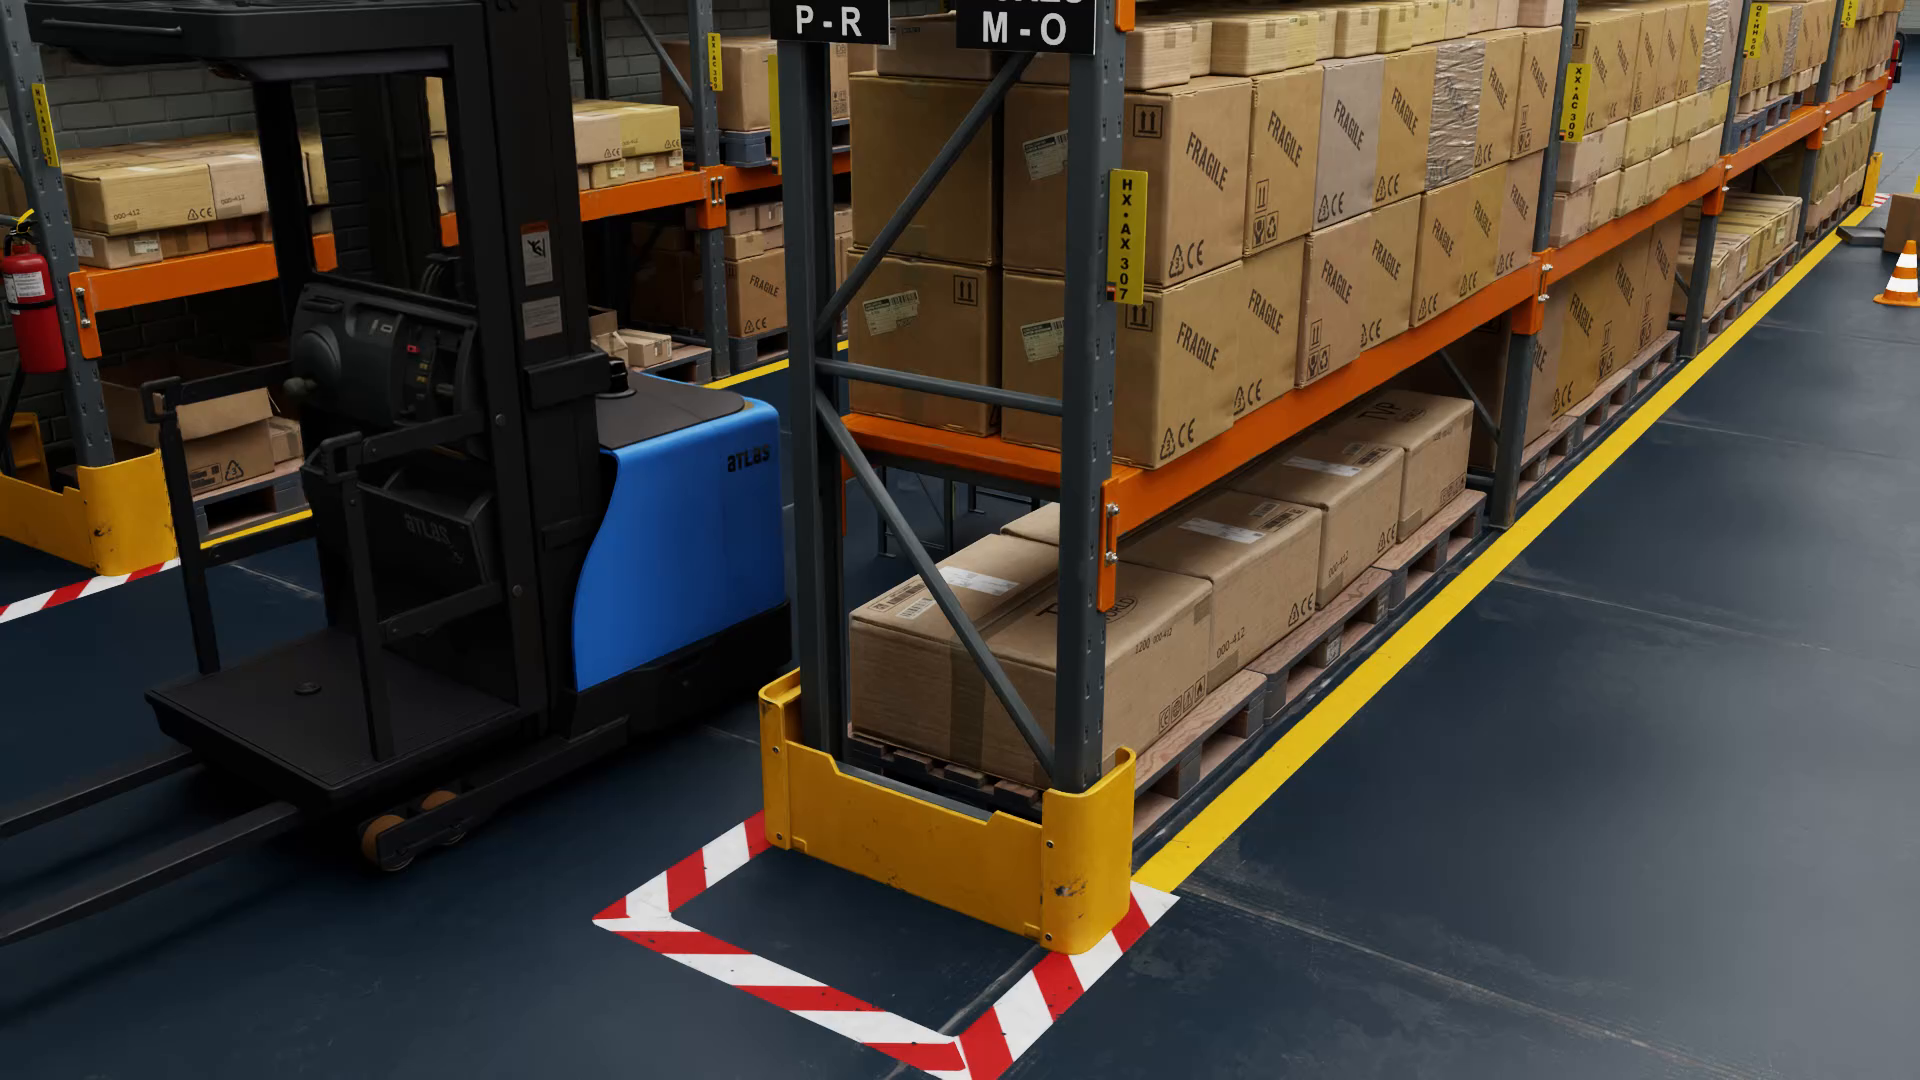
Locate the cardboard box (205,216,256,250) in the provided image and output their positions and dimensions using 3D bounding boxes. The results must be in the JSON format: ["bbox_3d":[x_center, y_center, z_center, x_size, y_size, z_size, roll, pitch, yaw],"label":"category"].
[{"bbox_3d":[-3.518,-1.465,7.763,0.380,0.149,0.250,13,24,31],"label":"cardboard box"}]

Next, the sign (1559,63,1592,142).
[{"bbox_3d":[2.663,-1.893,7.198,0.100,0.325,0.005,13,24,32],"label":"sign"}]

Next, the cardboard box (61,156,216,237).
[{"bbox_3d":[-3.675,-1.524,7.349,0.500,0.250,0.500,13,24,32],"label":"cardboard box"}]

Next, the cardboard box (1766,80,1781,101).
[{"bbox_3d":[5.737,-3.296,12.109,0.380,0.149,0.250,14,25,33],"label":"cardboard box"}]

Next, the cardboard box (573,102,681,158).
[{"bbox_3d":[-1.989,-2.401,9.718,0.500,0.250,0.500,14,24,33],"label":"cardboard box"}]

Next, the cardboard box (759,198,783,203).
[{"bbox_3d":[-1.341,-2.311,11.751,0.380,0.149,0.250,14,25,33],"label":"cardboard box"}]

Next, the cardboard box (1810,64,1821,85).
[{"bbox_3d":[6.639,-3.731,13.285,0.380,0.149,0.250,14,24,33],"label":"cardboard box"}]

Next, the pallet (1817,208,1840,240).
[{"bbox_3d":[7.734,-3.097,15.832,1.003,0.211,1.213,13,24,32],"label":"pallet"}]

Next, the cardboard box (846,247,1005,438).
[{"bbox_3d":[0.007,-0.647,5.047,0.500,0.500,0.500,13,24,32],"label":"cardboard box"}]

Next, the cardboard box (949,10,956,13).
[{"bbox_3d":[0.189,-1.541,5.086,0.380,0.149,0.250,13,24,31],"label":"cardboard box"}]

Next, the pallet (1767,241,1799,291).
[{"bbox_3d":[6.264,-2.322,13.738,1.003,0.211,1.213,13,24,32],"label":"pallet"}]

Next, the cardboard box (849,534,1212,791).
[{"bbox_3d":[0.243,0.385,5.487,0.875,0.438,0.875,12,24,30],"label":"cardboard box"}]

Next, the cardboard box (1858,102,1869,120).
[{"bbox_3d":[8.419,-4.094,15.851,0.380,0.149,0.250,14,24,33],"label":"cardboard box"}]

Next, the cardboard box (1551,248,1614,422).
[{"bbox_3d":[2.987,-1.213,9.177,0.875,0.875,0.875,14,25,33],"label":"cardboard box"}]

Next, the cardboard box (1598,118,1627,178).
[{"bbox_3d":[2.953,-1.949,8.205,0.500,0.250,0.500,14,24,33],"label":"cardboard box"}]

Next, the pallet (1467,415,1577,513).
[{"bbox_3d":[2.574,-0.486,8.776,1.003,0.211,1.213,13,24,32],"label":"pallet"}]

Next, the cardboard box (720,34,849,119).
[{"bbox_3d":[-1.156,-3.013,10.836,0.700,0.500,0.500,14,24,32],"label":"cardboard box"}]

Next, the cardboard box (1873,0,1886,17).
[{"bbox_3d":[7.737,-4.874,14.603,0.700,0.500,0.500,13,24,31],"label":"cardboard box"}]

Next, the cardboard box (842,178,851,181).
[{"bbox_3d":[-0.681,-2.695,12.789,0.380,0.149,0.250,12,23,29],"label":"cardboard box"}]

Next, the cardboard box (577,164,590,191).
[{"bbox_3d":[-2.299,-2.038,9.314,0.380,0.149,0.250,14,24,33],"label":"cardboard box"}]

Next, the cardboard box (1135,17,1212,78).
[{"bbox_3d":[0.471,-1.367,4.618,0.380,0.149,0.250,14,24,33],"label":"cardboard box"}]

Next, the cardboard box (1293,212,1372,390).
[{"bbox_3d":[1.024,-0.832,5.547,0.500,0.500,0.500,13,24,32],"label":"cardboard box"}]

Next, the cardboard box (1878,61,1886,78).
[{"bbox_3d":[8.865,-4.640,16.347,0.380,0.149,0.250,13,24,31],"label":"cardboard box"}]

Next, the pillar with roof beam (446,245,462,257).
[{"bbox_3d":[0.519,-4.475,6.892,9.100,9.000,0.400,13,24,32],"label":"pillar with roof beam"}]

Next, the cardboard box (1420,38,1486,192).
[{"bbox_3d":[1.596,-1.593,6.162,0.500,0.500,0.500,14,24,33],"label":"cardboard box"}]

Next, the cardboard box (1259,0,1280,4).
[{"bbox_3d":[0.939,-1.905,6.071,0.380,0.149,0.250,13,24,32],"label":"cardboard box"}]

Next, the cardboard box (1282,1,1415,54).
[{"bbox_3d":[1.290,-1.715,5.558,0.380,0.149,0.250,13,24,31],"label":"cardboard box"}]

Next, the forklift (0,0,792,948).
[{"bbox_3d":[-1.945,-0.564,5.065,1.130,2.935,3.031,15,25,35],"label":"forklift"}]

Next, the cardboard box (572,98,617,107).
[{"bbox_3d":[-2.406,-2.505,10.000,0.500,0.250,0.500,13,24,31],"label":"cardboard box"}]

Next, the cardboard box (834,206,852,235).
[{"bbox_3d":[-0.942,-2.221,11.509,0.380,0.149,0.250,13,24,32],"label":"cardboard box"}]

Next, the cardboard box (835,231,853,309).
[{"bbox_3d":[-0.871,-1.942,11.688,0.500,0.500,0.500,12,24,30],"label":"cardboard box"}]

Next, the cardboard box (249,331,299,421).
[{"bbox_3d":[-3.218,-0.797,8.593,0.700,0.500,0.500,14,25,34],"label":"cardboard box"}]

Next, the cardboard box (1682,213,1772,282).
[{"bbox_3d":[5.617,-2.260,12.734,0.950,0.372,0.625,14,25,34],"label":"cardboard box"}]

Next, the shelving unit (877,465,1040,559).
[{"bbox_3d":[0.004,-0.705,7.510,0.431,1.500,0.755,13,24,32],"label":"shelving unit"}]

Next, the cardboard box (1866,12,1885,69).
[{"bbox_3d":[8.302,-4.692,15.554,0.500,0.500,0.500,13,24,32],"label":"cardboard box"}]

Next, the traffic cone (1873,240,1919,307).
[{"bbox_3d":[7.161,-2.035,12.599,0.336,0.463,0.334,13,24,32],"label":"traffic cone"}]

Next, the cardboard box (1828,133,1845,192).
[{"bbox_3d":[7.546,-3.385,14.870,0.500,0.500,0.500,14,25,34],"label":"cardboard box"}]

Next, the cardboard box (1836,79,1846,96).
[{"bbox_3d":[7.534,-3.992,14.597,0.380,0.149,0.250,14,25,33],"label":"cardboard box"}]

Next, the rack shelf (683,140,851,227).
[{"bbox_3d":[-0.780,-2.761,11.944,1.077,0.370,4.000,13,24,32],"label":"rack shelf"}]

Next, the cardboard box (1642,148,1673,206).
[{"bbox_3d":[3.548,-1.997,9.056,0.500,0.250,0.500,13,24,31],"label":"cardboard box"}]

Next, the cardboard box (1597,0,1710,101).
[{"bbox_3d":[3.811,-2.732,9.242,0.500,0.500,0.500,13,24,32],"label":"cardboard box"}]

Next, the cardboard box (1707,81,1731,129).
[{"bbox_3d":[4.389,-2.681,10.186,0.500,0.250,0.500,13,24,32],"label":"cardboard box"}]

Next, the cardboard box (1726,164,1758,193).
[{"bbox_3d":[6.811,-3.335,14.733,0.500,0.500,0.500,13,24,31],"label":"cardboard box"}]

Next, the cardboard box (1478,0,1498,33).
[{"bbox_3d":[1.907,-2.104,6.608,0.380,0.149,0.250,13,24,32],"label":"cardboard box"}]

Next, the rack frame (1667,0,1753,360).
[{"bbox_3d":[4.452,-2.706,10.756,1.000,3.000,0.127,13,24,32],"label":"rack frame"}]

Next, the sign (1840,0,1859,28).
[{"bbox_3d":[7.161,-4.289,13.368,0.100,0.325,0.005,13,24,32],"label":"sign"}]

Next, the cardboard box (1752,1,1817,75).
[{"bbox_3d":[6.057,-3.770,12.455,0.500,0.500,0.500,14,25,34],"label":"cardboard box"}]

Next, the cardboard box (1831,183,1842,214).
[{"bbox_3d":[7.842,-3.186,15.411,0.500,0.250,0.500,13,24,31],"label":"cardboard box"}]

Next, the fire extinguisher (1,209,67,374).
[{"bbox_3d":[-3.853,-1.034,6.885,0.296,0.674,0.183,13,24,32],"label":"fire extinguisher"}]

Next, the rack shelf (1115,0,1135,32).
[{"bbox_3d":[1.079,-2.054,5.707,1.077,0.370,4.000,13,24,32],"label":"rack shelf"}]
